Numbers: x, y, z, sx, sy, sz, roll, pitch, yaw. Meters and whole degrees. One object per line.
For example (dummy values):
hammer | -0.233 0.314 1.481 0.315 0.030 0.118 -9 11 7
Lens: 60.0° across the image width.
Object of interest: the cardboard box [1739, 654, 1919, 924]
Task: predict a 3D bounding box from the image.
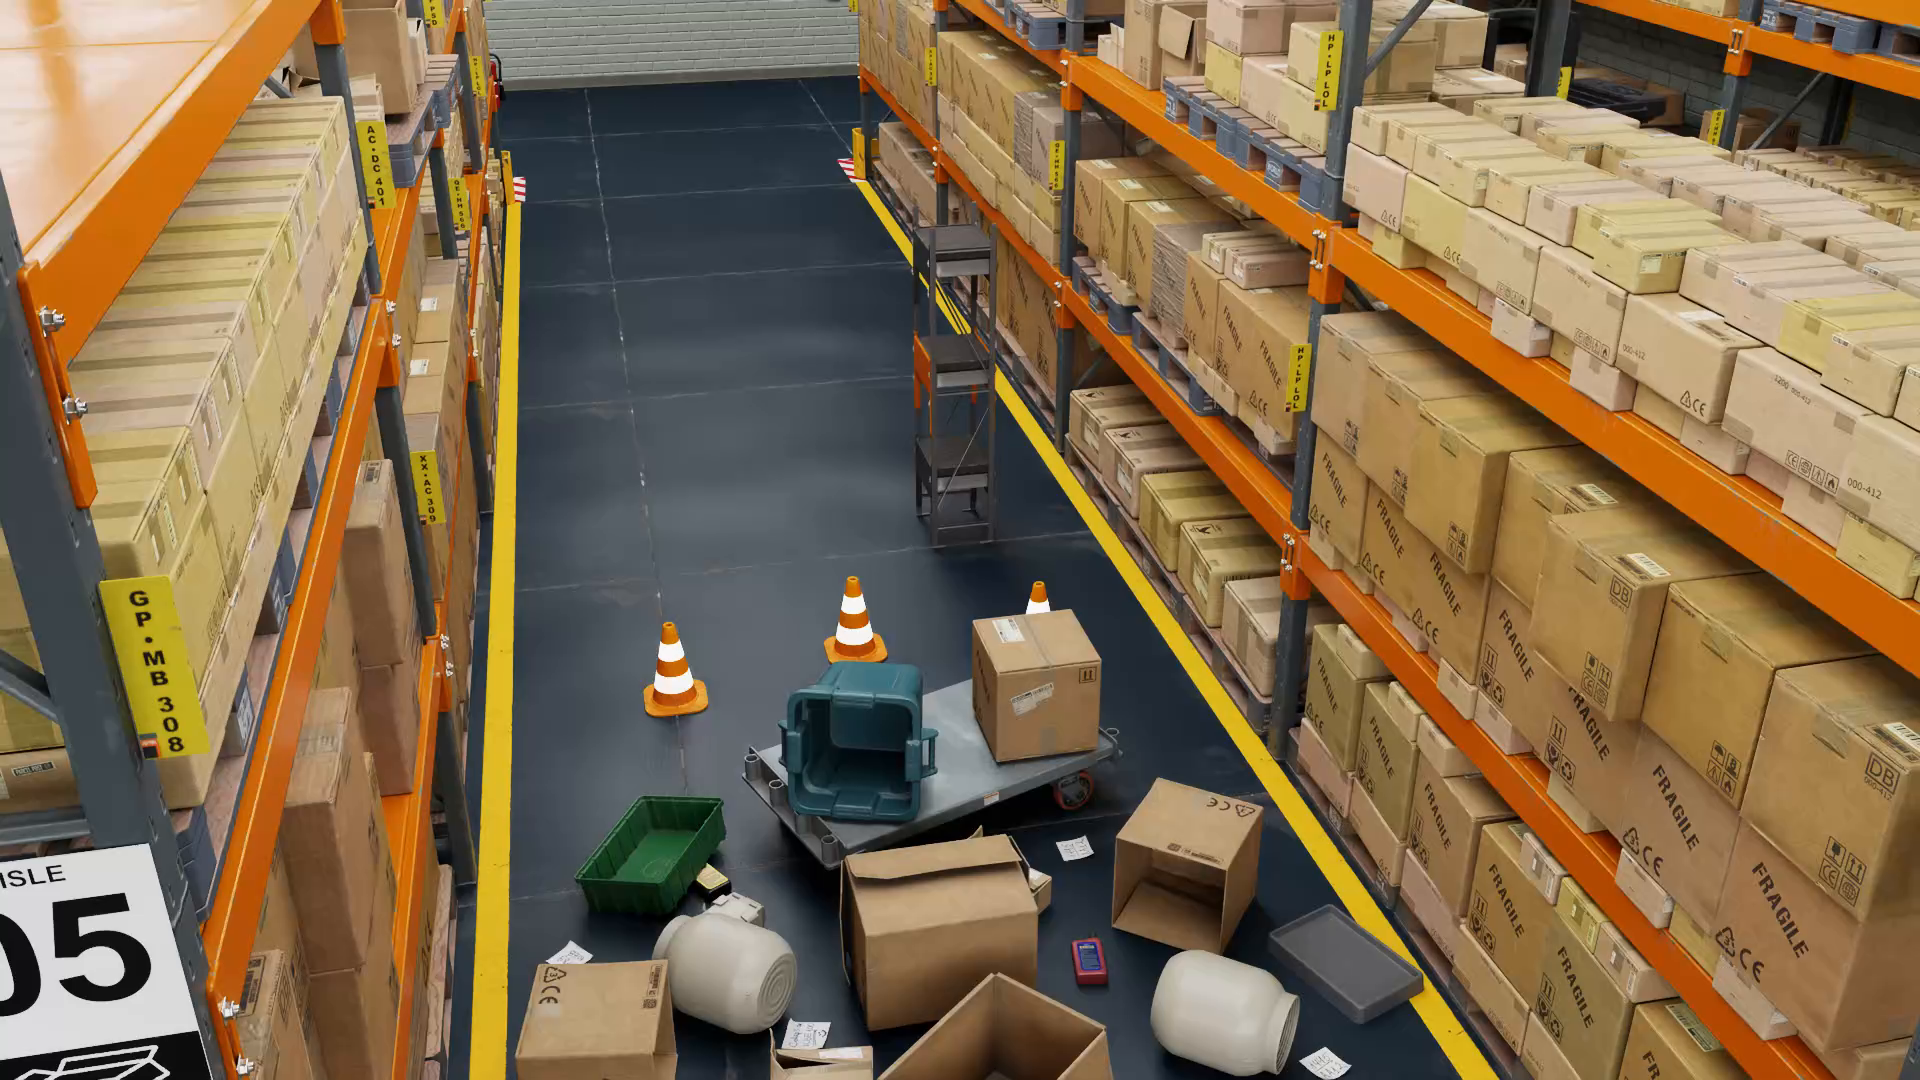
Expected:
cardboard box | 2.660 0.650 4.582 0.700 0.500 0.500 -7 28 -13

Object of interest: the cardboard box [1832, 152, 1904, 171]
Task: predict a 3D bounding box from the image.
cardboard box | 6.458 -2.650 11.841 0.380 0.149 0.250 -5 27 -10

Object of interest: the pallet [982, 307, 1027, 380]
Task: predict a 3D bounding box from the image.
pallet | 0.809 -1.679 13.843 1.003 0.211 1.213 -6 27 -12

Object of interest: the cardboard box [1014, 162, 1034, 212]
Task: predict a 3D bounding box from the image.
cardboard box | 0.709 -2.604 12.191 0.500 0.250 0.500 -7 28 -13

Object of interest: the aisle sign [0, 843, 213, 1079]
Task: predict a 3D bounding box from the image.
aisle sign | -1.504 0.863 2.826 0.394 0.787 0.004 -6 27 -12

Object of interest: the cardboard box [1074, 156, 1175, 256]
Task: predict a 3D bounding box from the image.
cardboard box | 1.061 -2.180 10.833 0.500 0.500 0.500 -7 28 -13

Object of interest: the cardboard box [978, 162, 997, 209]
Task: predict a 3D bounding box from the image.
cardboard box | 0.447 -2.831 13.196 0.500 0.250 0.500 -6 27 -12

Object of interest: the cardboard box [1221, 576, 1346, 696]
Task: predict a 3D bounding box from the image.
cardboard box | 1.966 0.476 8.929 0.950 0.372 0.625 -6 27 -11

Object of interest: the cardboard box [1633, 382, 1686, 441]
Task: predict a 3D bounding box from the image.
cardboard box | 2.373 -0.444 5.251 0.380 0.149 0.250 -7 28 -13

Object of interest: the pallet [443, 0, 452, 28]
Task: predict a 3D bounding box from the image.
pallet | -4.244 -3.763 11.757 1.213 0.211 1.003 -6 27 -12

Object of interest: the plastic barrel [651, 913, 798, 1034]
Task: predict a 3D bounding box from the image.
plastic barrel | -0.963 1.759 6.794 0.512 0.421 0.421 13 30 24

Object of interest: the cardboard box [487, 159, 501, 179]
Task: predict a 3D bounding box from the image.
cardboard box | -4.869 -3.758 16.904 0.380 0.149 0.250 -7 28 -13

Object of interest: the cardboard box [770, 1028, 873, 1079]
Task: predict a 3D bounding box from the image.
cardboard box | -0.532 2.055 6.384 0.396 0.266 0.258 -1 27 -3

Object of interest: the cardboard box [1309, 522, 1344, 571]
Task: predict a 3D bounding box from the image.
cardboard box | 1.845 0.003 7.694 0.380 0.149 0.250 -6 27 -12

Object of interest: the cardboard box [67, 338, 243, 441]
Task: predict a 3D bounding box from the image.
cardboard box | -1.747 -0.304 3.512 0.380 0.149 0.250 -6 27 -11

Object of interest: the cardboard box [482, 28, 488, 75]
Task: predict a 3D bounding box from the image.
cardboard box | -4.955 -4.781 16.452 0.500 0.500 0.500 -6 27 -12

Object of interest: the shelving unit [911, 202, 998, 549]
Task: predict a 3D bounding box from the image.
shelving unit | -0.037 -1.010 10.421 0.431 2.100 0.503 -6 27 -12

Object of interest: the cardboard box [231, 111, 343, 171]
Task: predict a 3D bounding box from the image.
cardboard box | -2.264 -1.309 5.502 0.380 0.149 0.250 -6 27 -12

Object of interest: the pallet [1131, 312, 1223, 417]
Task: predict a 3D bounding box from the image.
pallet | 1.671 -1.085 9.785 1.003 0.211 1.213 -6 27 -12

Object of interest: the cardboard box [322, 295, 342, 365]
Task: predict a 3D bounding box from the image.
cardboard box | -2.091 -0.619 5.020 0.380 0.149 0.250 -6 27 -11

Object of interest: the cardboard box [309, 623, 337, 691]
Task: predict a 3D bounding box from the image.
cardboard box | -2.312 0.596 4.875 0.875 0.550 0.500 -6 27 -12

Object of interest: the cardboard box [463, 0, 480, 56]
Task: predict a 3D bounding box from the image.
cardboard box | -4.596 -4.542 14.869 0.500 0.500 0.500 -5 27 -11

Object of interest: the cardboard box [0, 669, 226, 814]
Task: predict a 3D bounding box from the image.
cardboard box | -1.577 0.381 3.039 0.380 0.149 0.250 -6 27 -11

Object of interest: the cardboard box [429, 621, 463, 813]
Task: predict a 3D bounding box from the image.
cardboard box | -2.941 0.821 7.826 1.050 0.750 0.750 -6 27 -12

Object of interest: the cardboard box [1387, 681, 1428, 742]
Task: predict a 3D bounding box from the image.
cardboard box | 2.043 0.709 7.051 0.380 0.149 0.250 -5 27 -10

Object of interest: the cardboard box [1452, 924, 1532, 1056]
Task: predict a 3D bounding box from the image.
cardboard box | 2.311 1.731 6.577 0.500 0.250 0.500 -7 28 -13

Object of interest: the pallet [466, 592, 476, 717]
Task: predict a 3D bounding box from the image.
pallet | -3.239 0.644 9.239 1.003 0.211 1.213 -6 27 -12

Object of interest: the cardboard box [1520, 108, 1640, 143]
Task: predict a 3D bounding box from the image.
cardboard box | 2.504 -1.640 6.734 0.380 0.149 0.250 -7 28 -13

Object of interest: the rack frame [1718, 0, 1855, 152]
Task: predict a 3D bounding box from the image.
rack frame | 6.020 -2.542 12.457 1.000 3.000 0.127 -6 27 -12

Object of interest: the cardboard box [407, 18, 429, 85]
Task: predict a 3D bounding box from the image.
cardboard box | -3.087 -2.592 8.749 0.500 0.311 0.500 -6 27 -12

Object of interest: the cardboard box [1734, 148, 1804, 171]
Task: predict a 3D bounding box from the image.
cardboard box | 5.805 -2.706 11.952 0.380 0.149 0.250 -5 27 -10

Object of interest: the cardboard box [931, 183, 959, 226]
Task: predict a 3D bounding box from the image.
cardboard box | 0.246 -3.122 15.984 0.875 0.438 0.875 -6 27 -12

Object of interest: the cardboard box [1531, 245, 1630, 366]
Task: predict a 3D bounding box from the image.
cardboard box | 2.260 -0.796 5.505 0.500 0.250 0.500 -6 27 -11

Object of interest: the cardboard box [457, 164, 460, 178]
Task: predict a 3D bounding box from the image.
cardboard box | -4.065 -2.832 12.845 0.380 0.149 0.250 -7 28 -14

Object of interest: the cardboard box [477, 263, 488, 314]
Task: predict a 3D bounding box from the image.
cardboard box | -3.867 -1.892 12.646 0.500 0.250 0.500 -7 28 -14

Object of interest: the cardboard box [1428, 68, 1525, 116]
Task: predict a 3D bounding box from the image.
cardboard box | 2.345 -2.037 7.828 0.500 0.250 0.500 -7 28 -13

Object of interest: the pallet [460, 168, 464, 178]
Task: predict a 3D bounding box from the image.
pallet | -4.486 -2.809 13.199 1.003 0.211 1.213 -6 27 -12

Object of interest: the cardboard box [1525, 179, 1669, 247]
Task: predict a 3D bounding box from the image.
cardboard box | 2.186 -1.125 5.715 0.380 0.149 0.250 -6 27 -12

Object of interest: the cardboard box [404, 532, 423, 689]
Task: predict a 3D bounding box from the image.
cardboard box | -2.619 0.361 6.540 0.875 0.550 0.550 -6 27 -12

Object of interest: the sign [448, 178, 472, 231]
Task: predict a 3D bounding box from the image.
sign | -3.075 -2.064 10.225 0.100 0.325 0.005 -6 27 -12

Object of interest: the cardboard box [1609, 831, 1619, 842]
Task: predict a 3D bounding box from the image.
cardboard box | 2.485 0.994 5.730 0.380 0.149 0.250 -6 27 -11

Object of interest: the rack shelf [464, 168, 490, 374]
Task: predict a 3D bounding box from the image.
rack shelf | -4.066 -2.046 12.273 1.077 0.370 4.000 -6 27 -12

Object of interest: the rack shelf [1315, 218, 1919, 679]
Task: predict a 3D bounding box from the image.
rack shelf | 2.537 -0.420 5.722 1.077 0.370 4.000 -6 27 -12

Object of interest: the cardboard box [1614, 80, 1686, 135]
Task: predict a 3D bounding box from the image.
cardboard box | 5.472 -3.473 13.721 0.797 0.503 0.637 -7 28 -13

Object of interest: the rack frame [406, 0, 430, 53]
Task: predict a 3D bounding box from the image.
rack frame | -3.615 -4.167 9.019 1.000 3.000 0.127 -6 27 -12

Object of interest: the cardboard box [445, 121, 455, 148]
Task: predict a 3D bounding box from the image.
cardboard box | -4.059 -3.083 12.681 0.380 0.149 0.250 -6 27 -12

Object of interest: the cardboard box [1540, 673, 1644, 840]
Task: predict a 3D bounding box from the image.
cardboard box | 2.379 0.648 5.696 0.500 0.500 0.500 -6 27 -12

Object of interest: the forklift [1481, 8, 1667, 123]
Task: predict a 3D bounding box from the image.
forklift | 4.035 -2.110 11.678 1.130 2.935 3.031 -10 28 -19

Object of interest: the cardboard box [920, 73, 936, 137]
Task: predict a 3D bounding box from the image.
cardboard box | -0.070 -4.014 15.263 0.500 0.500 0.500 -6 27 -11

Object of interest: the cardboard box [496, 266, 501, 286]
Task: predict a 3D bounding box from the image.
cardboard box | -4.286 -2.352 14.779 0.380 0.149 0.250 -7 28 -14

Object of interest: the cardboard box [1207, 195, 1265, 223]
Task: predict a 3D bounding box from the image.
cardboard box | 1.800 -1.782 10.045 0.500 0.500 0.500 -8 28 -15

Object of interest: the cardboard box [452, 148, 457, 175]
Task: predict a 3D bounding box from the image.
cardboard box | -3.998 -2.840 12.530 0.380 0.149 0.250 -7 28 -14

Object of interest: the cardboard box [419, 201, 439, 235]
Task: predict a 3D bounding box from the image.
cardboard box | -3.531 -2.054 10.644 0.380 0.149 0.250 -6 27 -12

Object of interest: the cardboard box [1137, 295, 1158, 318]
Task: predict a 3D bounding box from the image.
cardboard box | 1.297 -1.477 10.159 0.380 0.149 0.250 -4 27 -9

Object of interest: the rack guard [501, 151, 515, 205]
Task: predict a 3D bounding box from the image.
rack guard | -5.401 -3.852 17.826 1.175 0.500 0.348 -6 27 -12

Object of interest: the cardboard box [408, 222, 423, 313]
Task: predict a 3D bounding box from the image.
cardboard box | -3.408 -1.560 9.291 0.700 0.500 0.500 -6 27 -12

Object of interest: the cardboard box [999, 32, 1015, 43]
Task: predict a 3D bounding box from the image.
cardboard box | 0.629 -4.112 14.348 0.500 0.500 0.500 -5 27 -10
